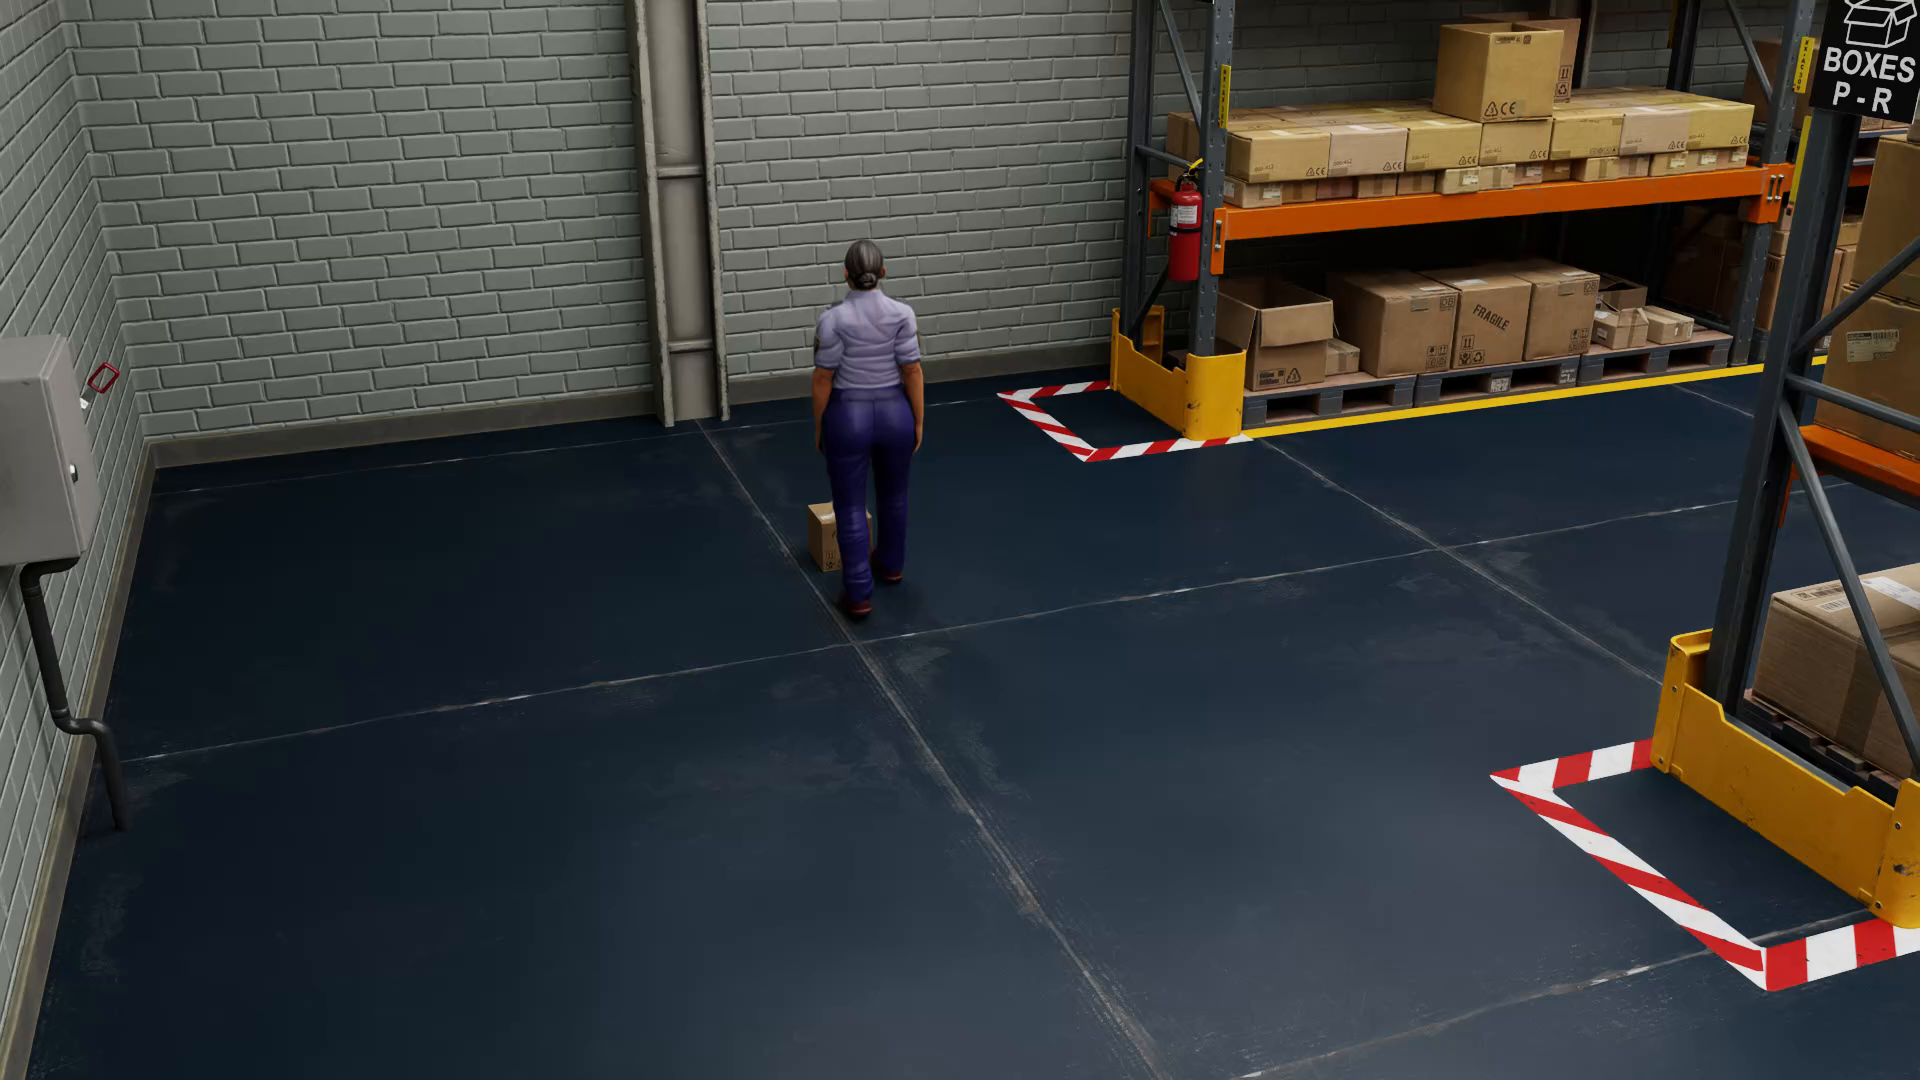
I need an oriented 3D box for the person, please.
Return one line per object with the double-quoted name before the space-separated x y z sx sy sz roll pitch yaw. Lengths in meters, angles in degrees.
"person" -0.428 -0.528 7.354 0.483 1.644 0.648 -7 24 -16
